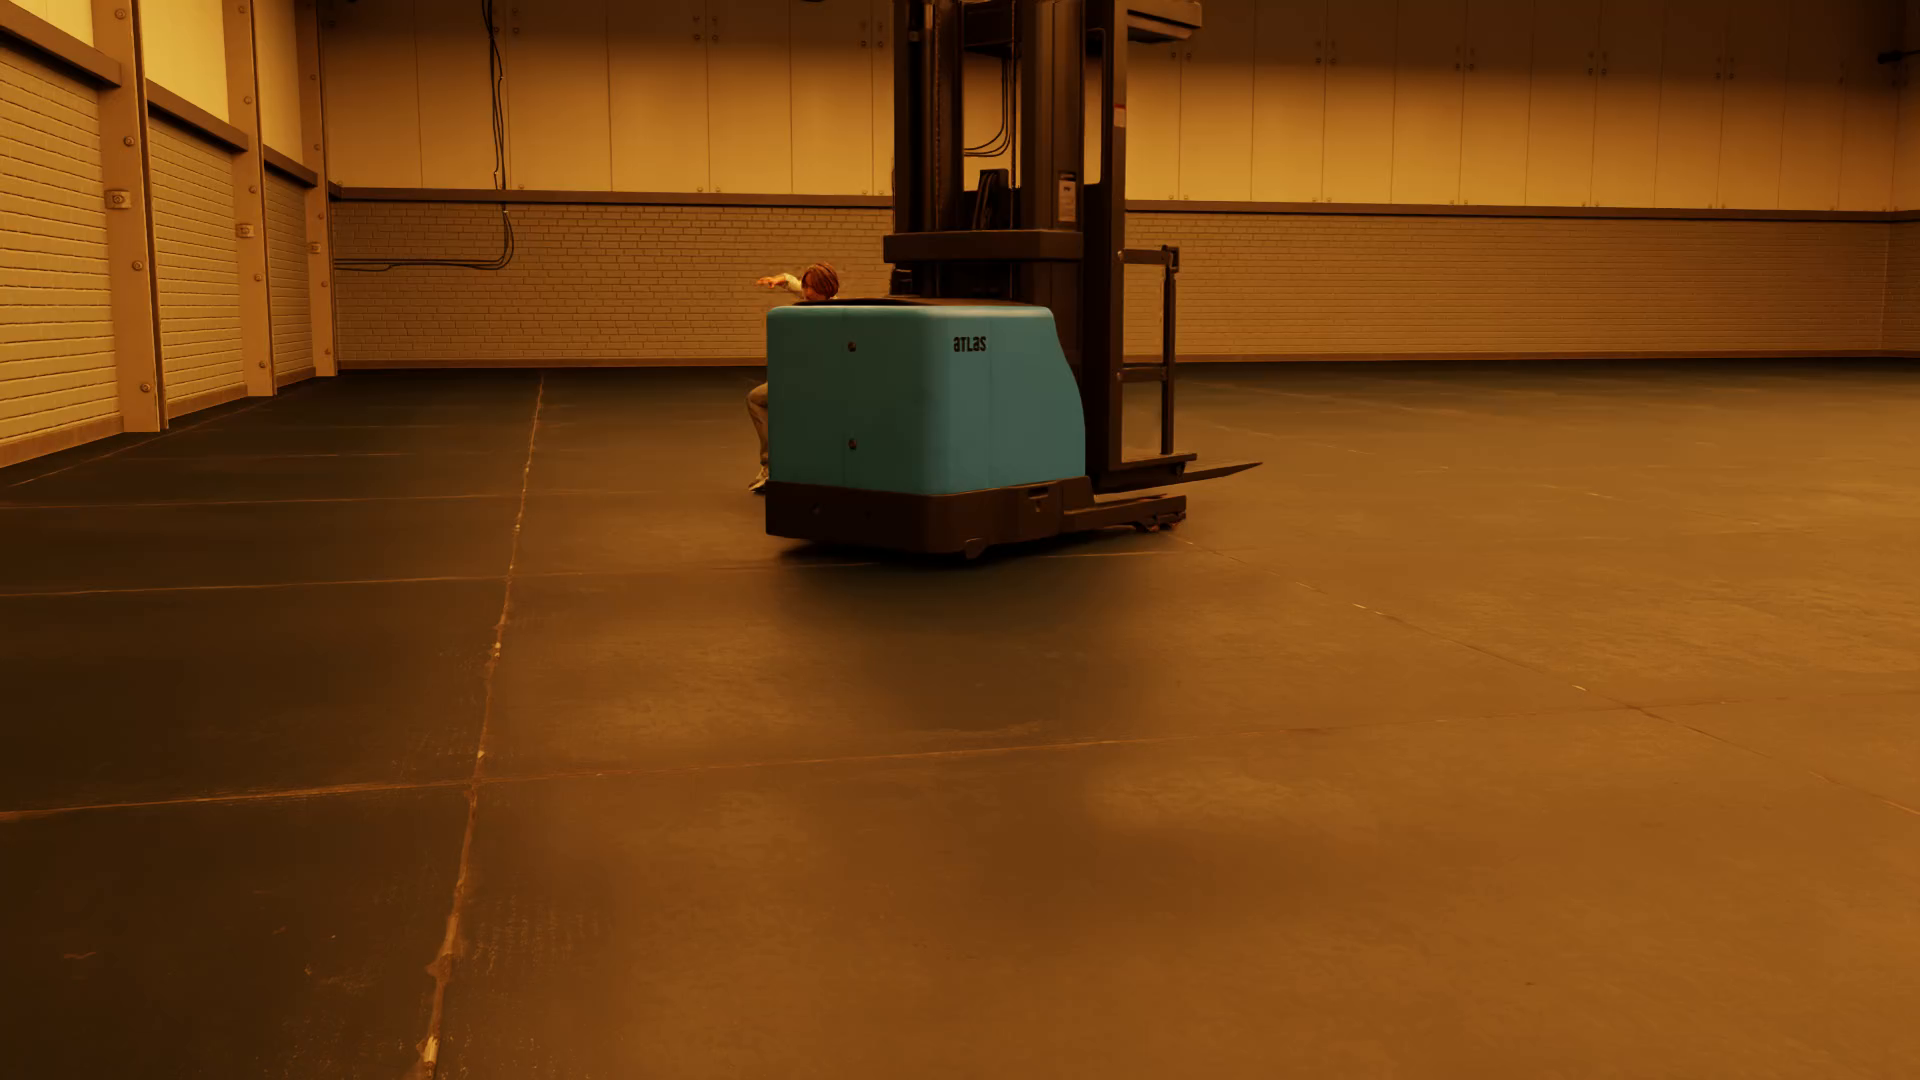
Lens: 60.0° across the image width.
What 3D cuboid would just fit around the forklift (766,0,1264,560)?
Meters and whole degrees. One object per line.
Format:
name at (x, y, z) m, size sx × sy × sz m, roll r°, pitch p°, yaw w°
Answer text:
forklift at (0.459, -1.527, 8.040) m, size 1.130 × 2.935 × 3.031 m, roll 6°, pitch 10°, yaw 39°

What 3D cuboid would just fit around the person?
person at (-0.970, -0.875, 9.226) m, size 0.859 × 1.308 × 0.843 m, roll 5°, pitch 9°, yaw 30°
